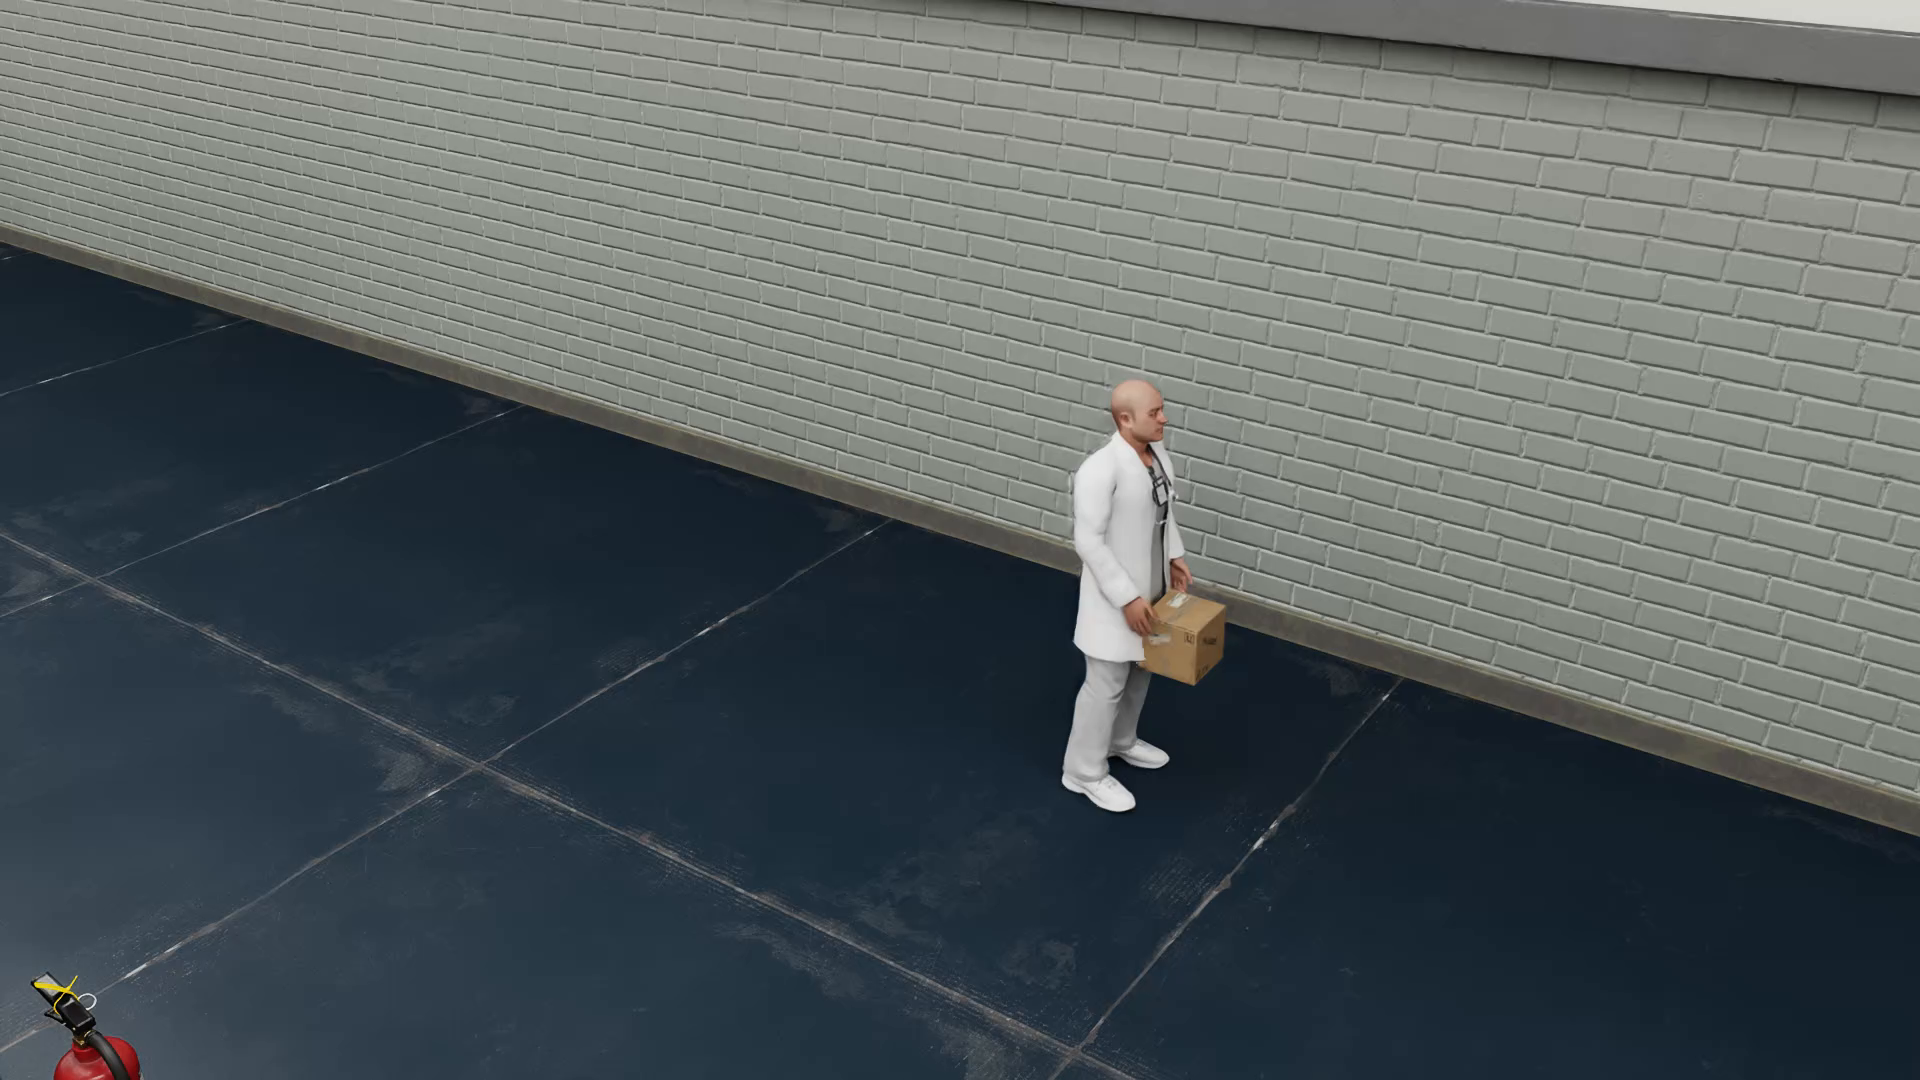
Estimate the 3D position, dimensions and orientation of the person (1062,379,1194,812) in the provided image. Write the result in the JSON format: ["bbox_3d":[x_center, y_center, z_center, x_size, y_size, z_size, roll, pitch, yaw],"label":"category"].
[{"bbox_3d":[0.694,0.199,6.726,0.436,1.779,0.651,17,31,31],"label":"person"}]
